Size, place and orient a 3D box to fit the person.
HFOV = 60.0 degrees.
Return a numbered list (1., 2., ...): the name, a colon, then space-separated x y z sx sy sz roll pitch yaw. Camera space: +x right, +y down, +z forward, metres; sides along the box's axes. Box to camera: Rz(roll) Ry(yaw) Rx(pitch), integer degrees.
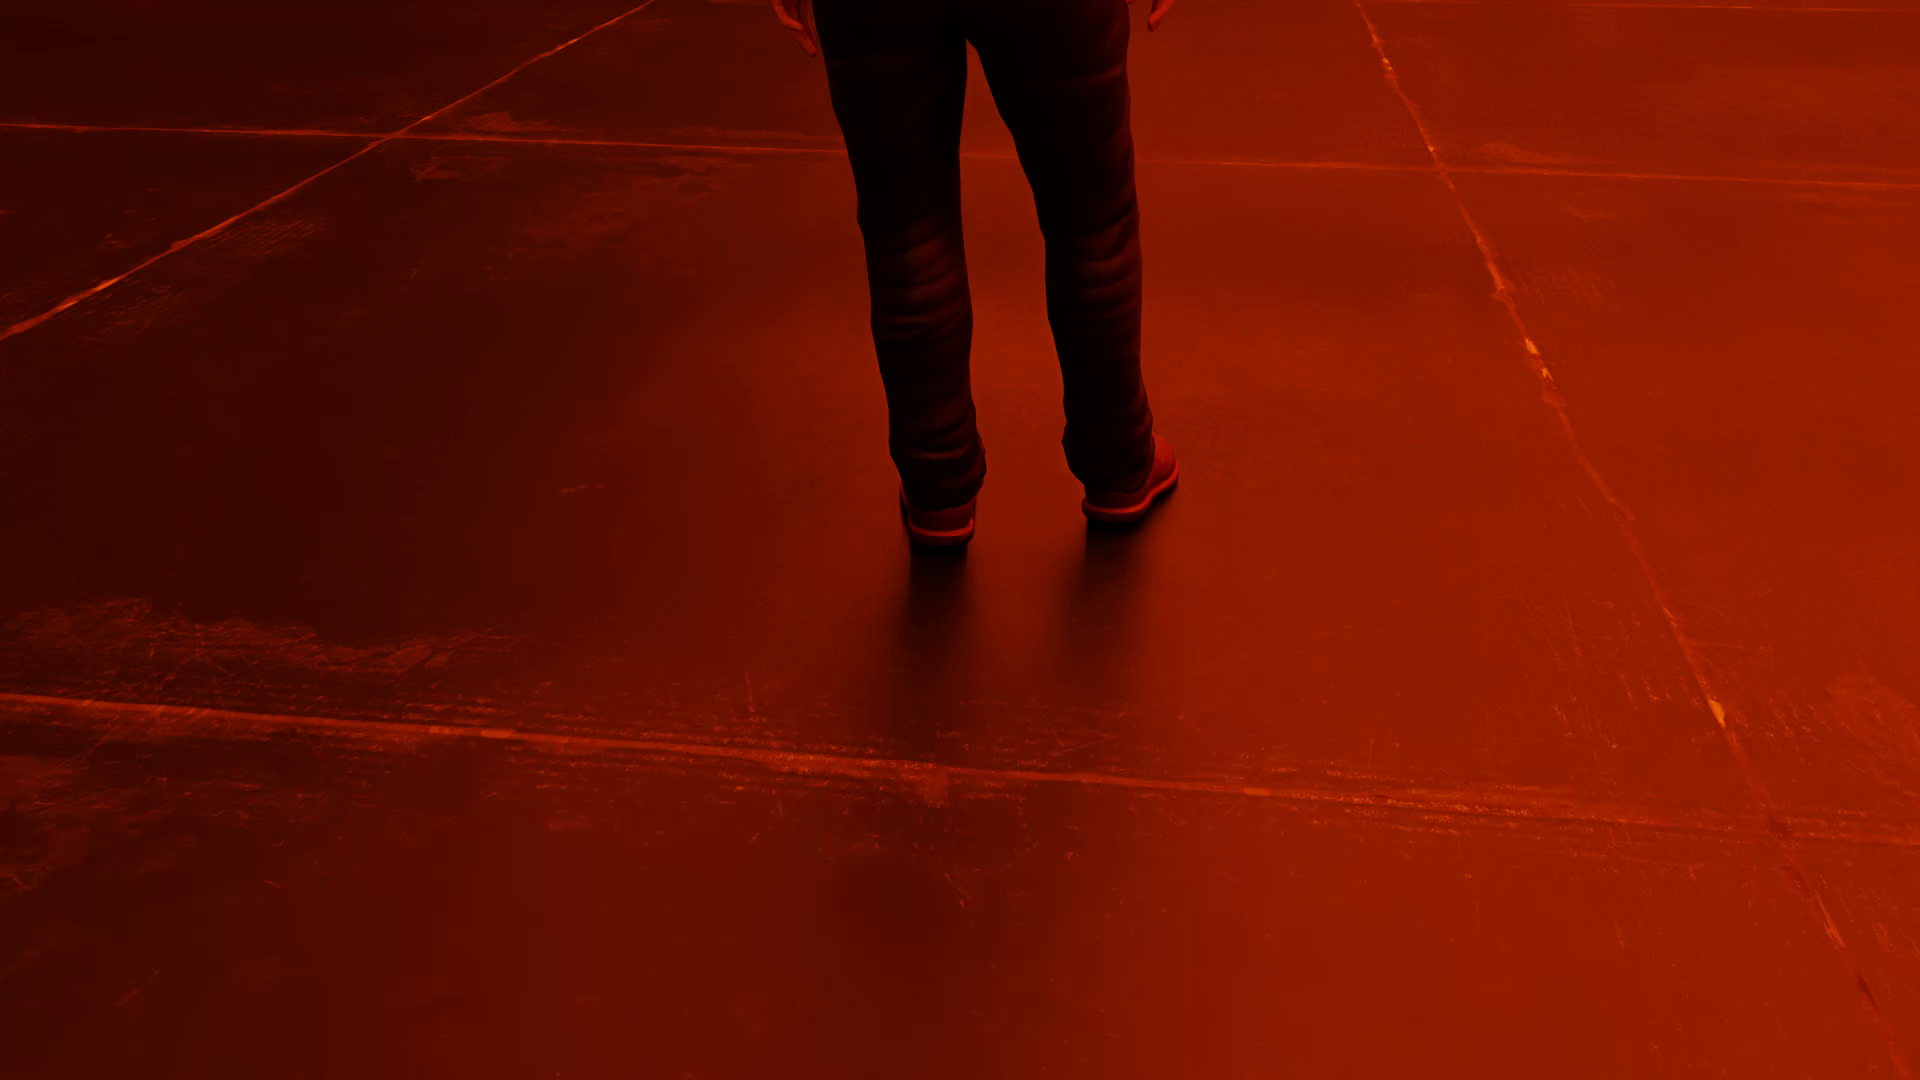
1. person: 0.035 -0.782 2.206 0.598 1.651 0.502 3 27 7
